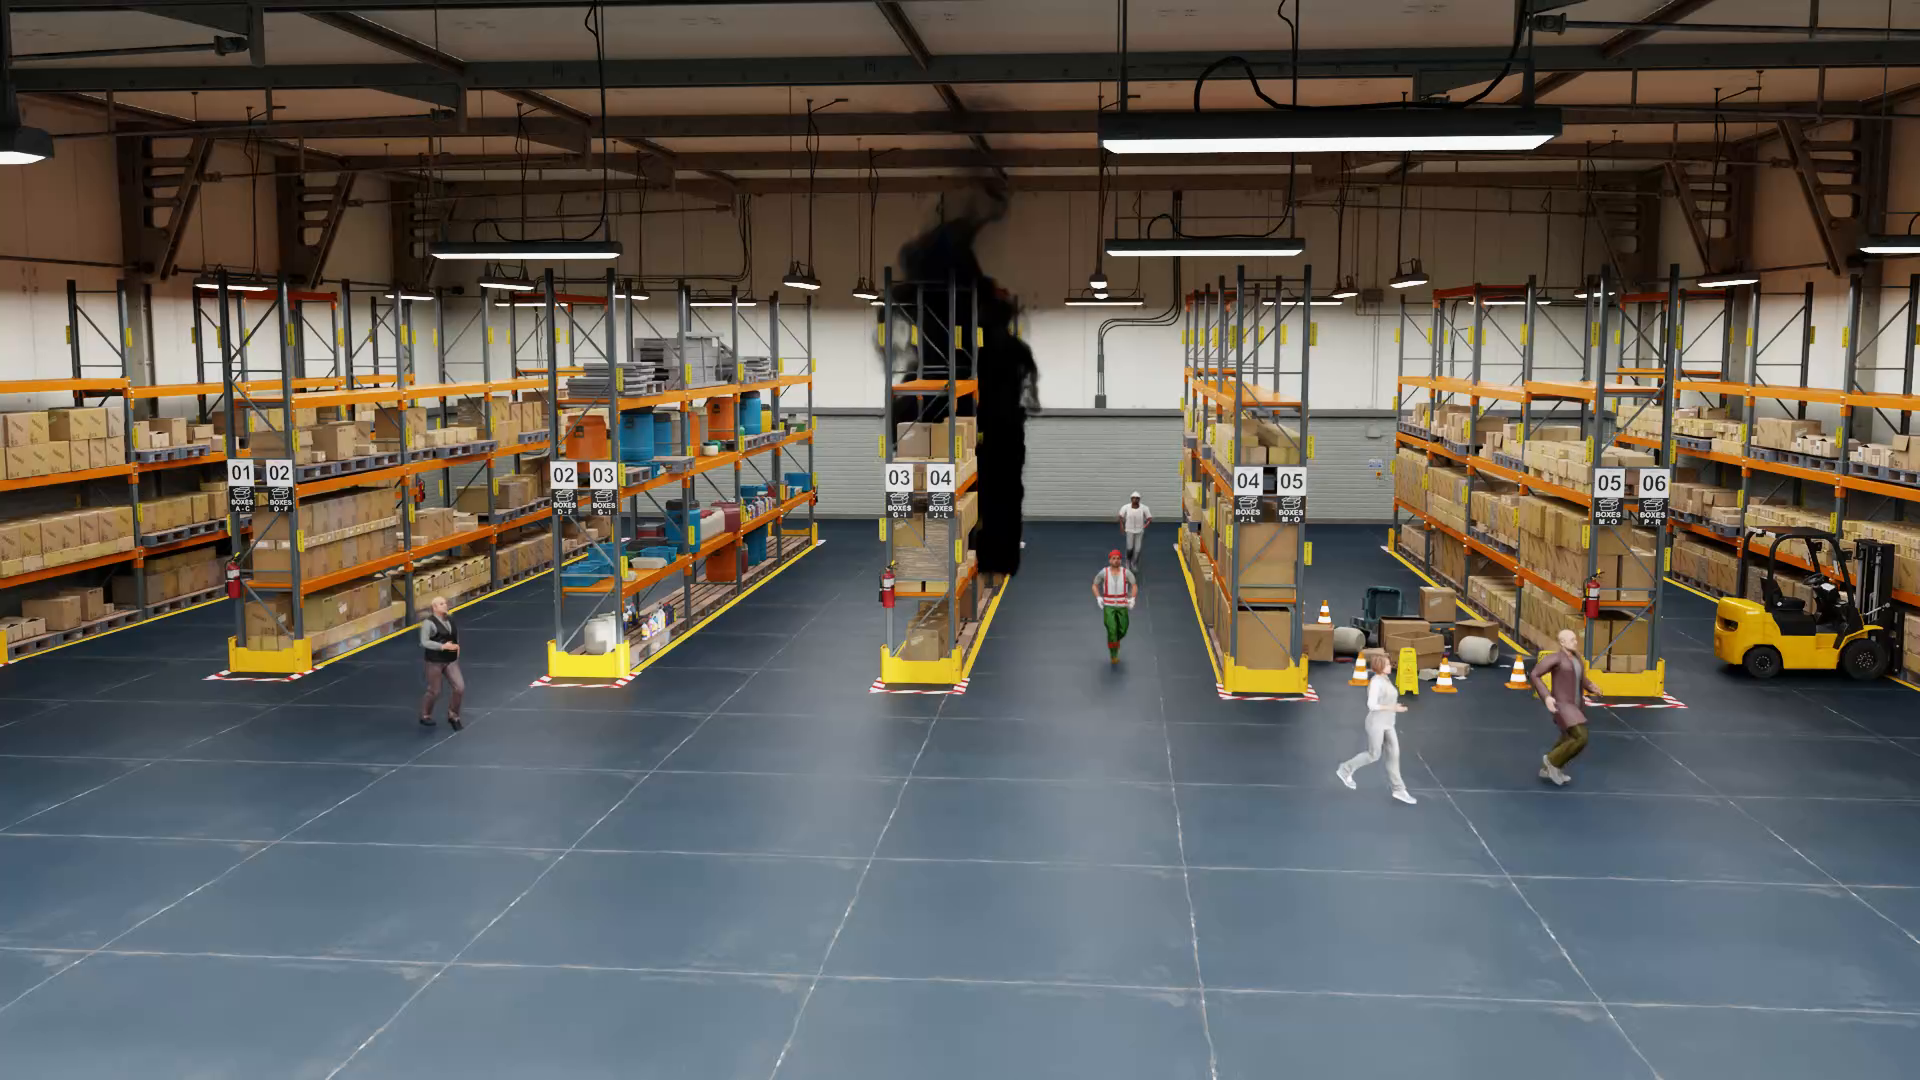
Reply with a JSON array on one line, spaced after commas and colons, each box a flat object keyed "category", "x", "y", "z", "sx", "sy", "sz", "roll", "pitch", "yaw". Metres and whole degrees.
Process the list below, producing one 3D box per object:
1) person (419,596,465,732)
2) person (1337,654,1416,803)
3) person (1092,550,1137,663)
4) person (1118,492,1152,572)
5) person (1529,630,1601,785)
[{"category": "person", "x": -6.597, "y": 1.511, "z": 21.182, "sx": 0.748, "sy": 1.612, "sz": 0.675, "roll": 4, "pitch": 8, "yaw": 32}, {"category": "person", "x": 4.532, "y": 2.019, "z": 17.985, "sx": 0.853, "sy": 1.597, "sz": 0.540, "roll": 5, "pitch": 8, "yaw": 35}, {"category": "person", "x": 2.392, "y": 1.010, "z": 25.770, "sx": 0.698, "sy": 1.747, "sz": 0.724, "roll": 0, "pitch": 7, "yaw": -2}, {"category": "person", "x": 3.744, "y": -0.167, "z": 35.484, "sx": 0.706, "sy": 1.726, "sz": 0.574, "roll": 0, "pitch": 7, "yaw": 2}, {"category": "person", "x": 6.806, "y": 1.918, "z": 18.573, "sx": 0.694, "sy": 1.657, "sz": 0.700, "roll": -6, "pitch": 9, "yaw": -40}]
